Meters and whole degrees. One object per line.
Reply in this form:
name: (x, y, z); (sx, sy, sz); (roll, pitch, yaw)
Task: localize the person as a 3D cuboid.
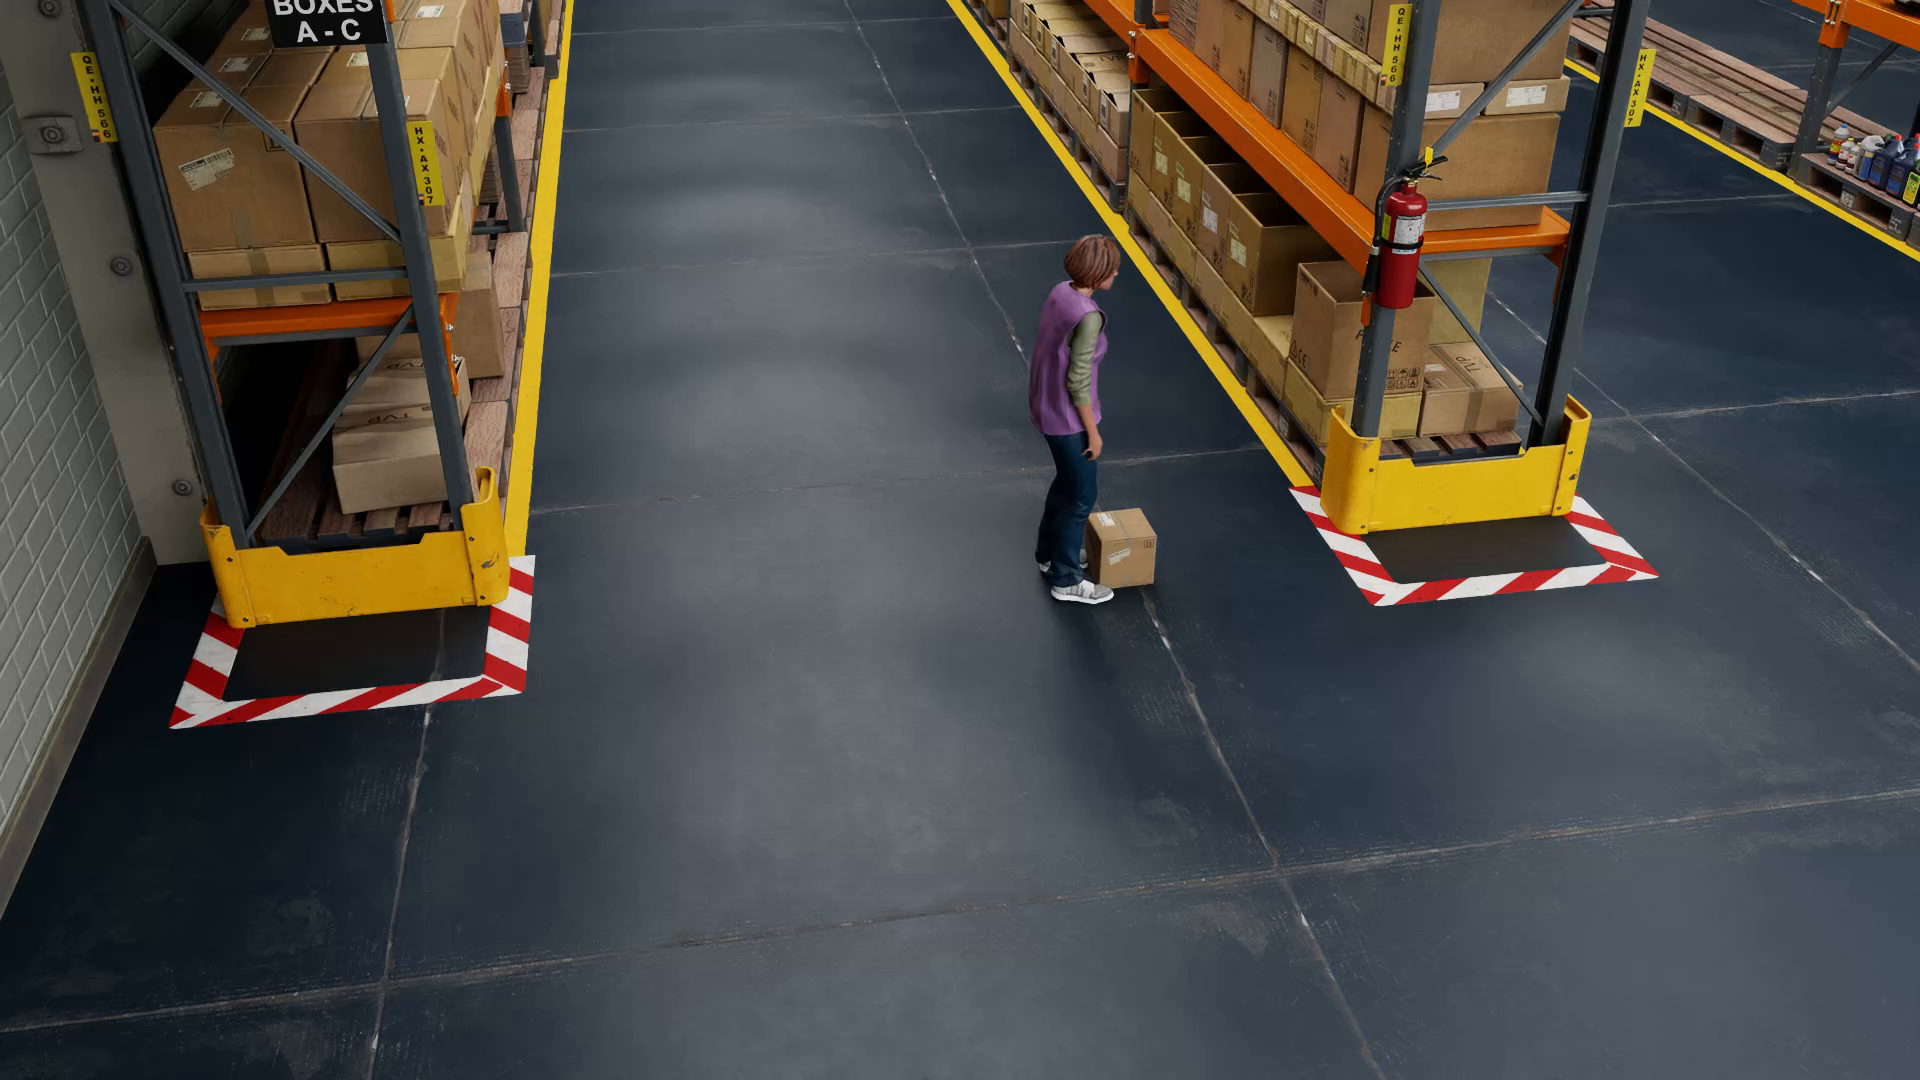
person: (0.474, -0.510, 6.989); (0.349, 1.593, 0.474); (-6, 32, -10)
